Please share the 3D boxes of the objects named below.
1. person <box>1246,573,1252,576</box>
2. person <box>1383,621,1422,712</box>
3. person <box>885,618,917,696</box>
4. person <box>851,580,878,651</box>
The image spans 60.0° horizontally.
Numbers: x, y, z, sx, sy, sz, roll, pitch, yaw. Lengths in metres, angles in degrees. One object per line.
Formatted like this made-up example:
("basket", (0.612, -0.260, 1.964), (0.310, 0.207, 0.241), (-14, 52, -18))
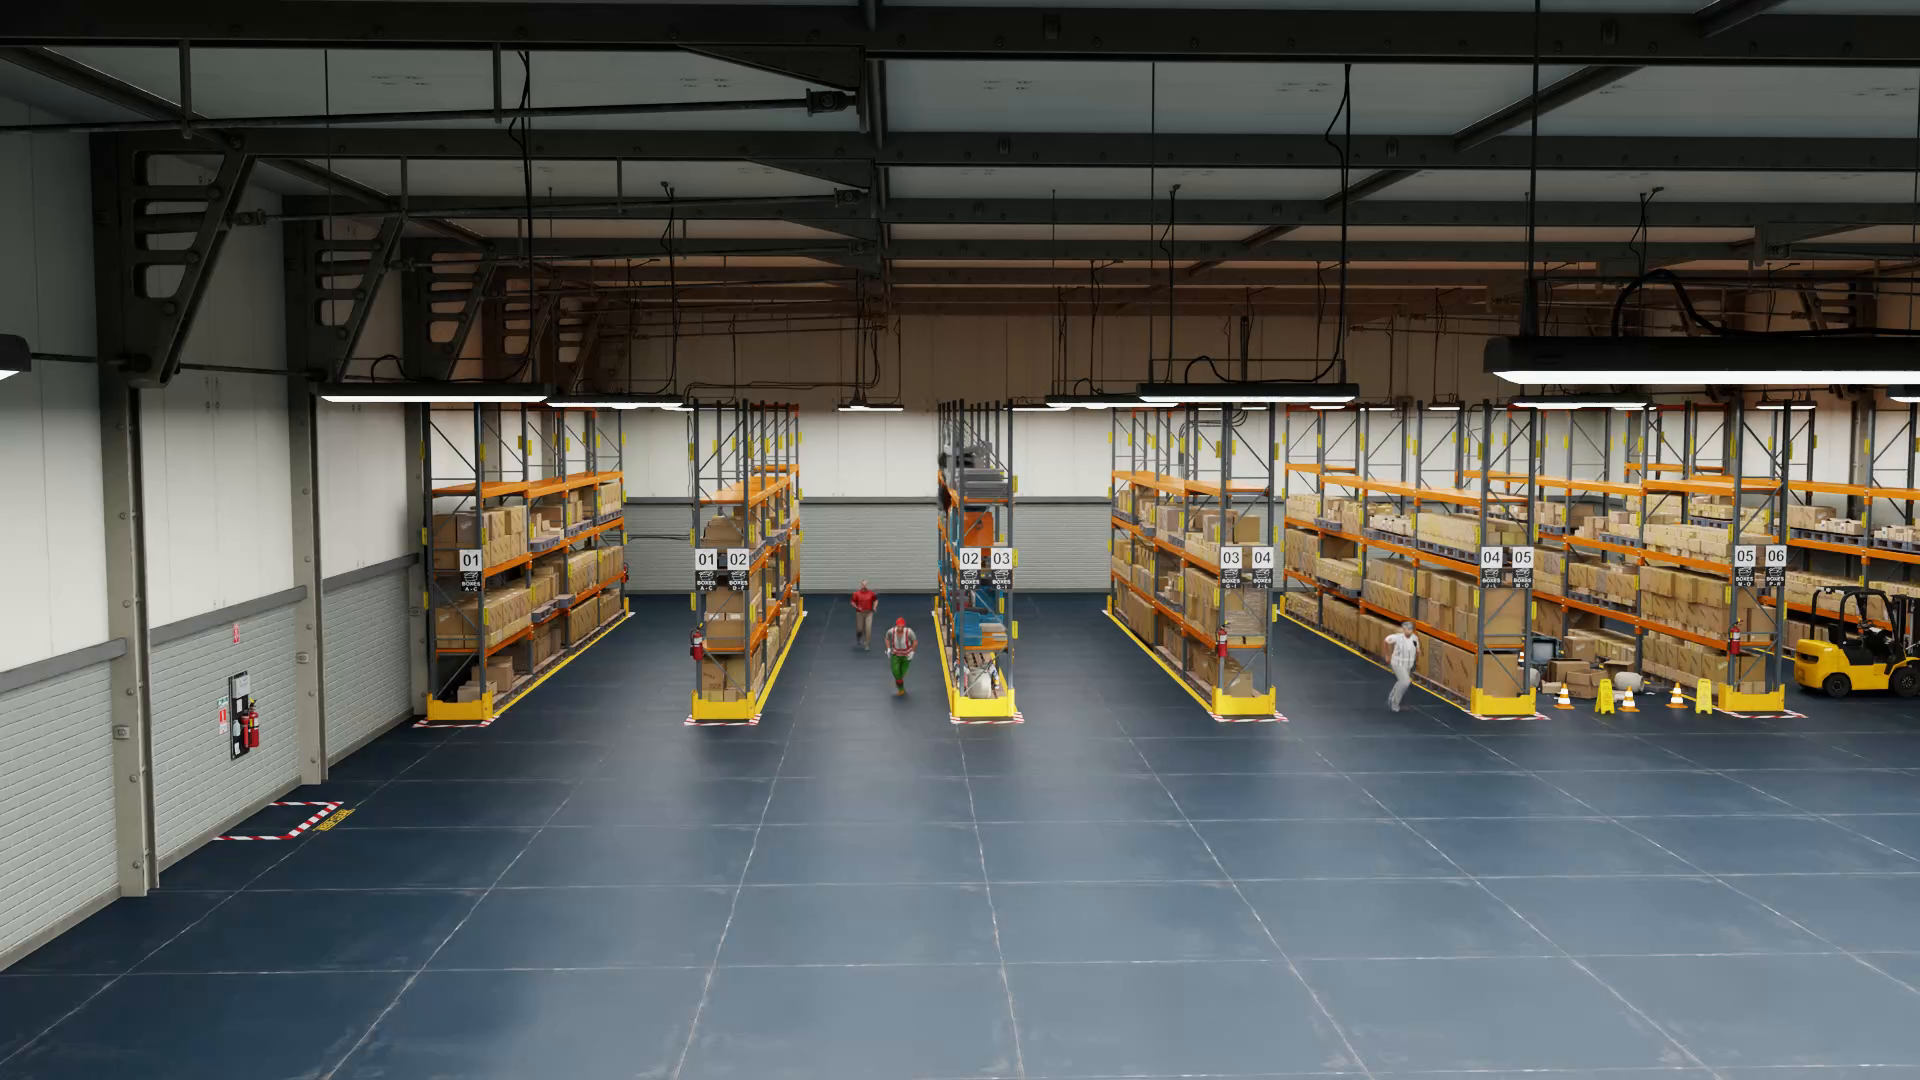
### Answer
("person", (8.013, 1.342, 46.397), (0.686, 1.731, 0.616), (1, 5, 16))
("person", (8.527, 2.395, 31.968), (0.627, 1.724, 0.845), (-2, 5, -26))
("person", (-1.195, 2.354, 34.024), (0.662, 1.619, 1.091), (0, 4, 1))
("person", (-2.315, 1.814, 40.372), (0.674, 1.682, 0.782), (-1, 4, -9))
